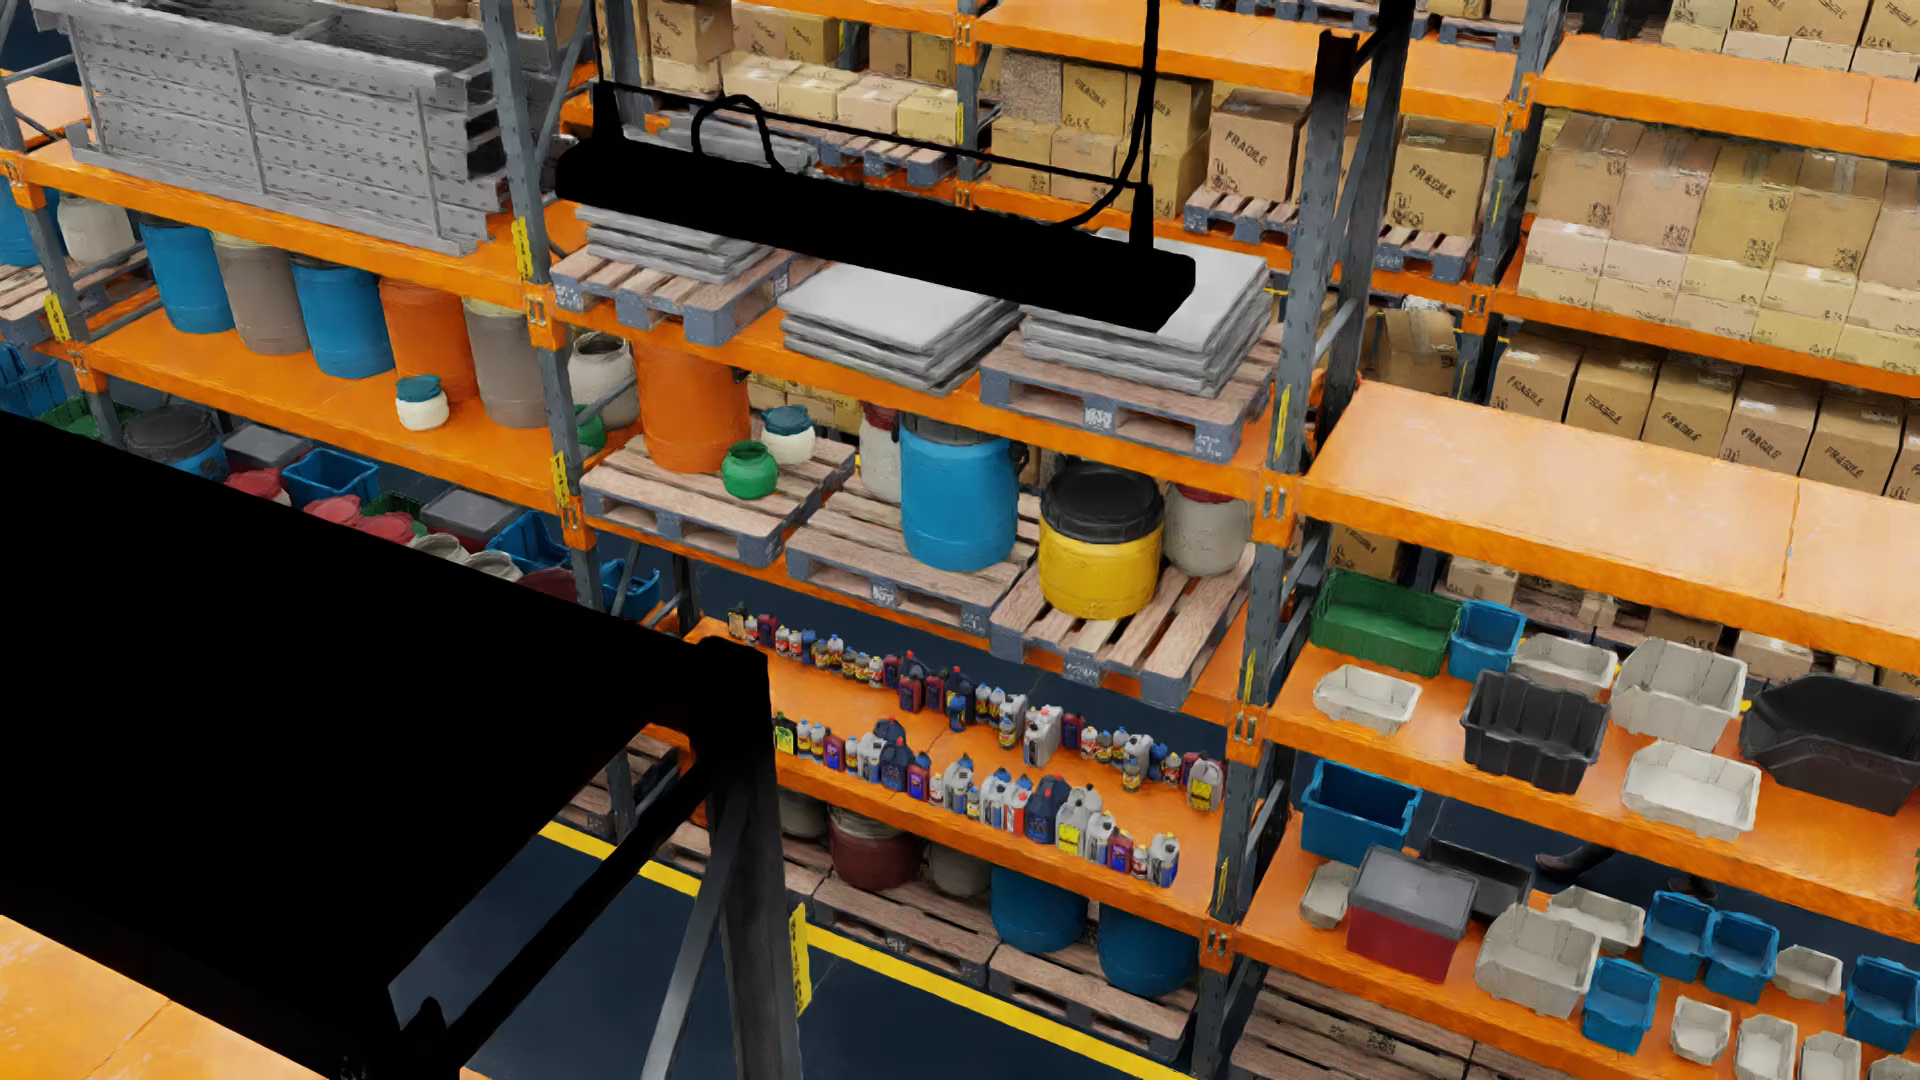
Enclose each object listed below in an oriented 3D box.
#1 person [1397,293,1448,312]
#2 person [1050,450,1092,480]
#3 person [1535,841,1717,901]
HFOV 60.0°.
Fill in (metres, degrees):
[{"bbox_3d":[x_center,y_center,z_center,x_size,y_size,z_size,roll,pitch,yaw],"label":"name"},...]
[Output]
[{"bbox_3d":[4.124,-1.831,14.984,1.040,1.712,0.554,16,38,21],"label":"person"},{"bbox_3d":[0.976,-0.238,12.682,0.598,1.731,0.463,4,35,5],"label":"person"},{"bbox_3d":[4.282,1.546,10.272,1.088,1.550,0.447,18,39,23],"label":"person"}]
